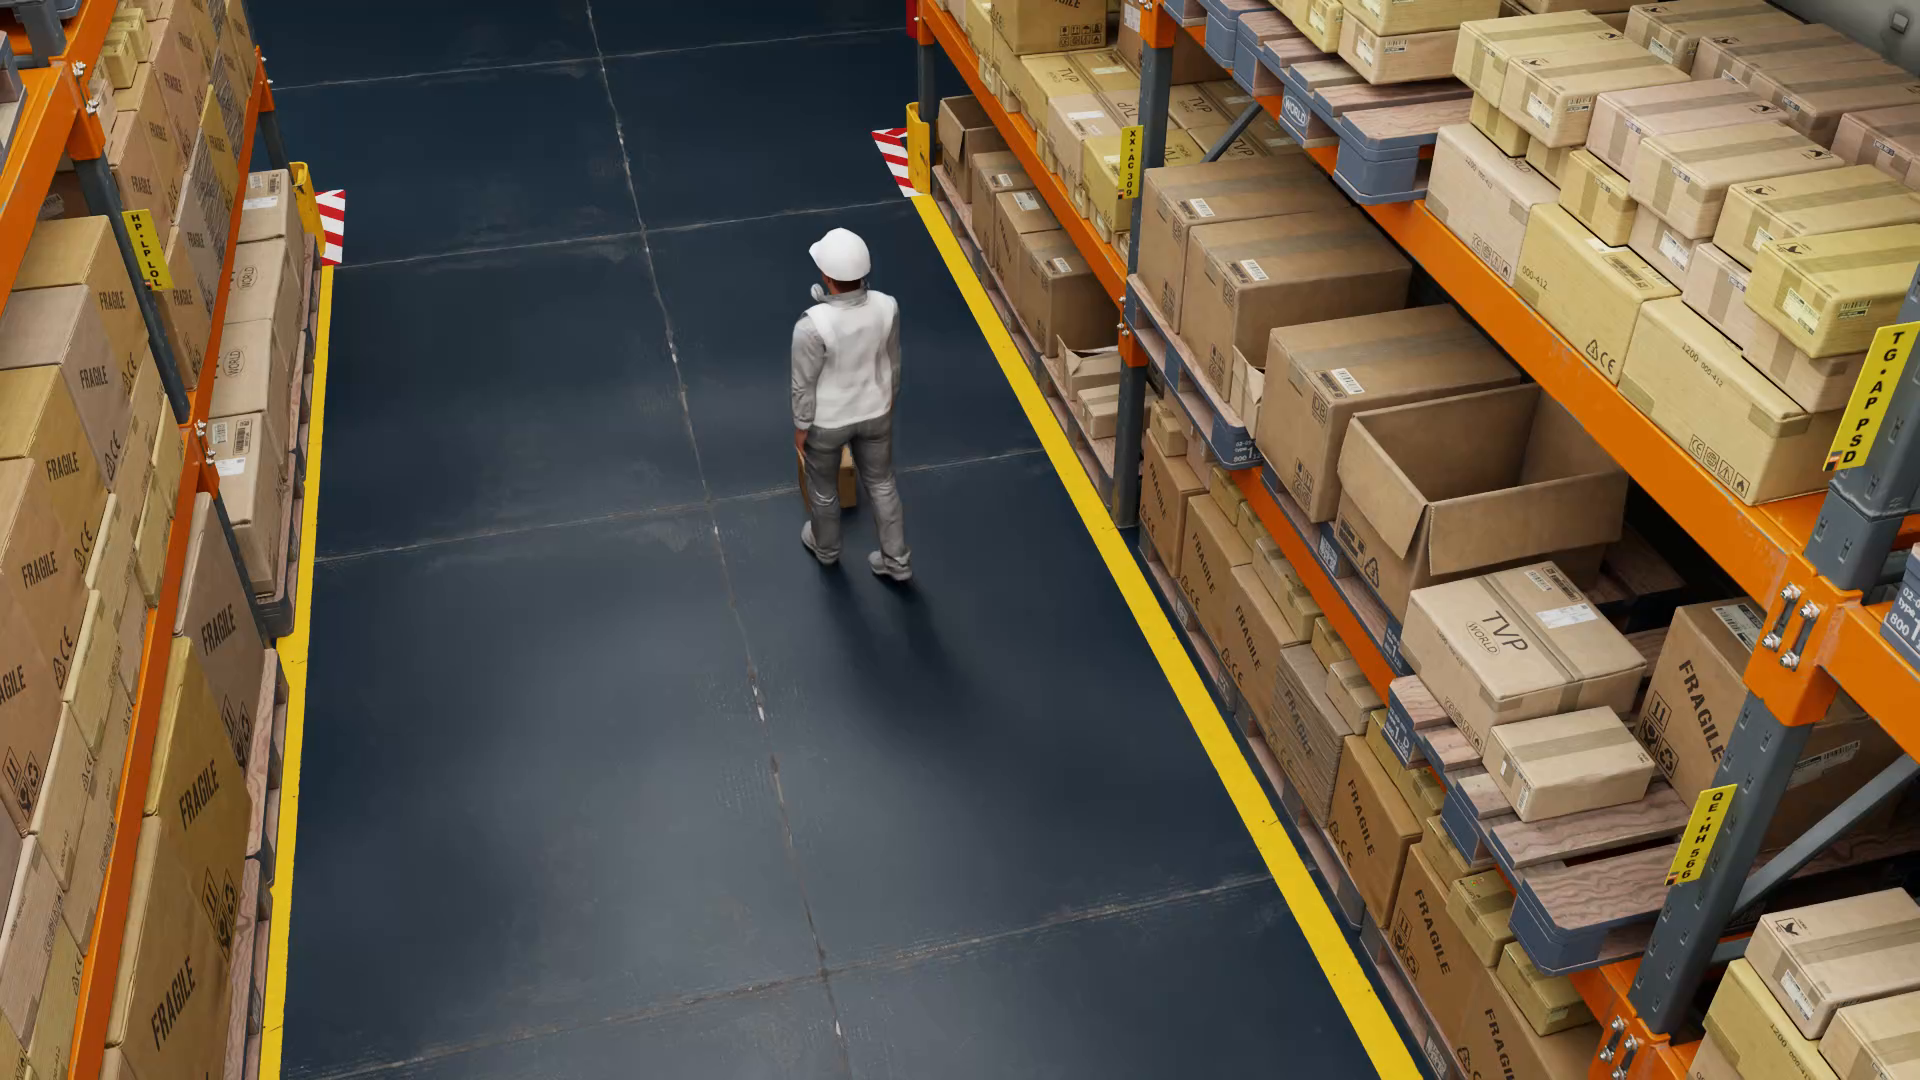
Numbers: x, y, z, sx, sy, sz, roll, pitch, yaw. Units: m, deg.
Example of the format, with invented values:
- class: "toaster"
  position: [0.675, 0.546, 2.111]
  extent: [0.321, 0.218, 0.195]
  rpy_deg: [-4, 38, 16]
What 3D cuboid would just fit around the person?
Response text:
- class: "person"
  position: [-0.511, -0.594, 7.443]
  extent: [0.550, 1.775, 0.652]
  rpy_deg: [-17, 41, -21]
